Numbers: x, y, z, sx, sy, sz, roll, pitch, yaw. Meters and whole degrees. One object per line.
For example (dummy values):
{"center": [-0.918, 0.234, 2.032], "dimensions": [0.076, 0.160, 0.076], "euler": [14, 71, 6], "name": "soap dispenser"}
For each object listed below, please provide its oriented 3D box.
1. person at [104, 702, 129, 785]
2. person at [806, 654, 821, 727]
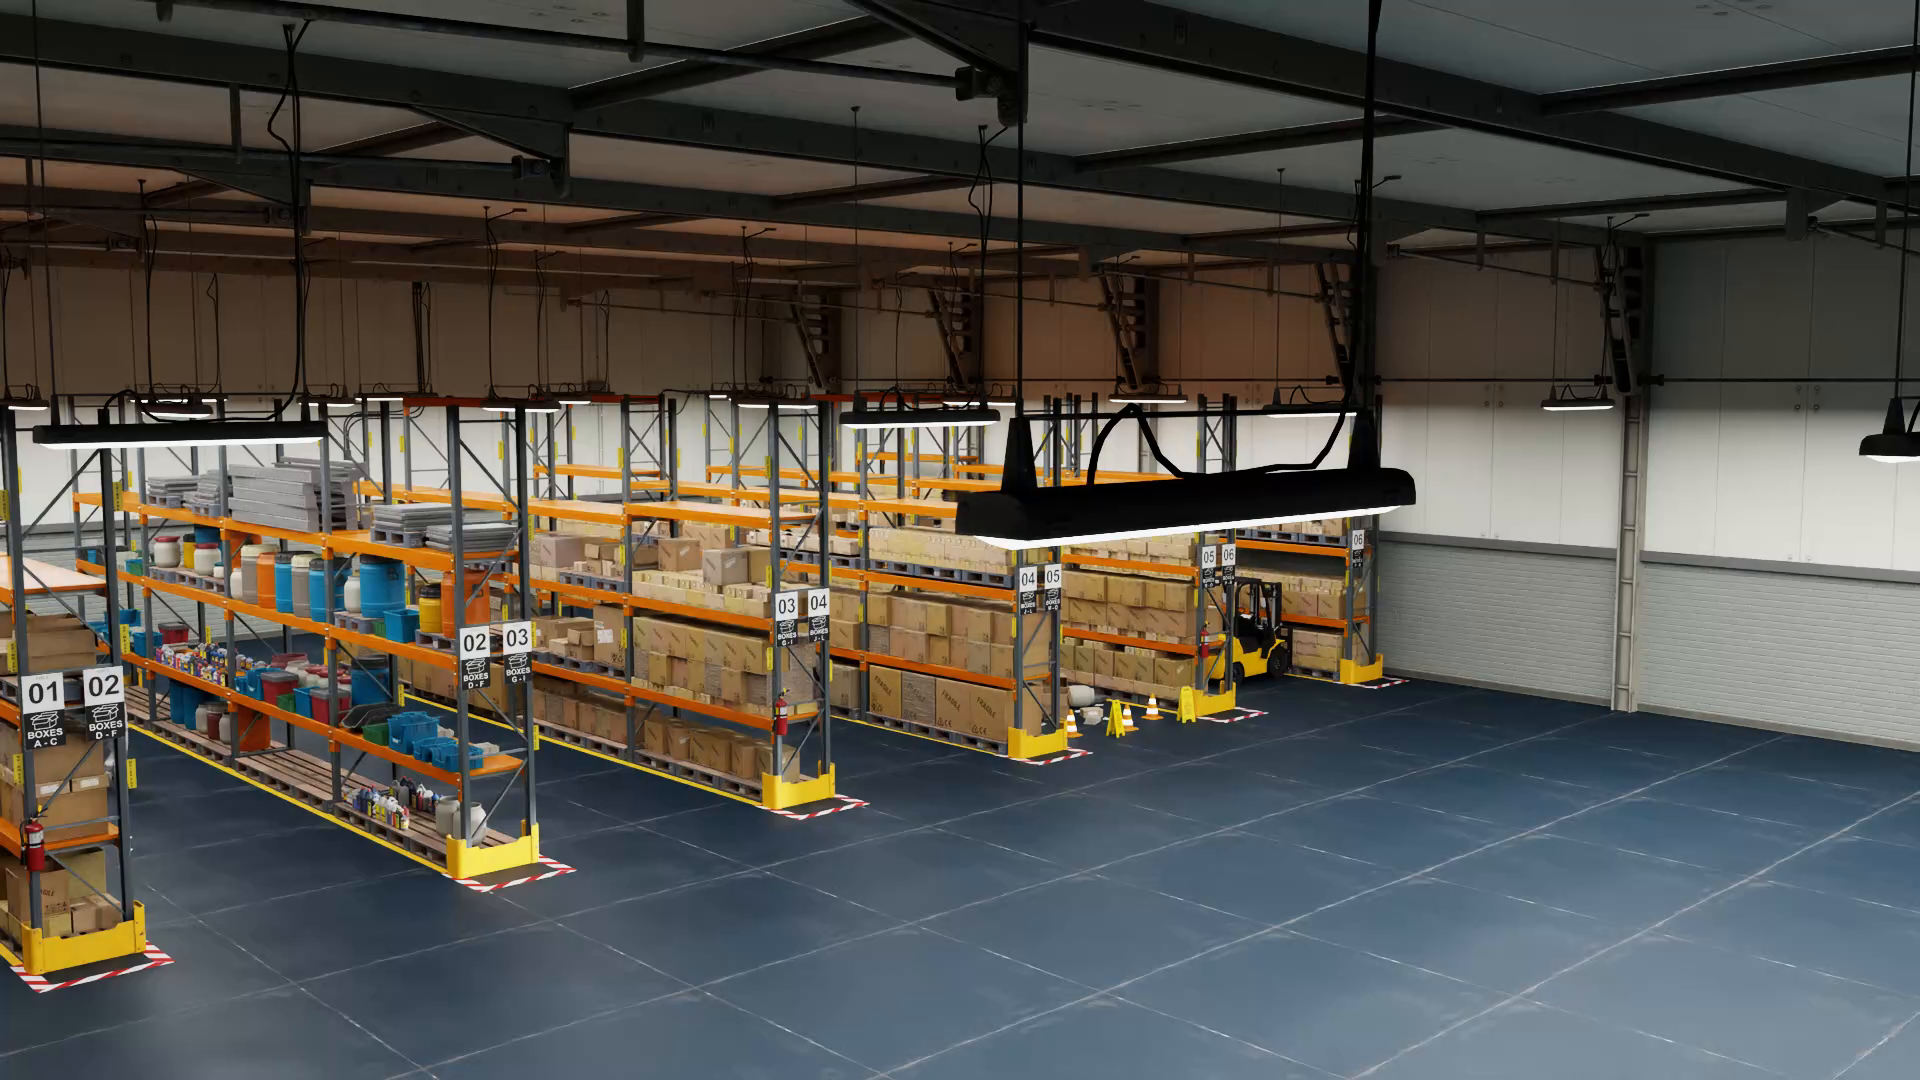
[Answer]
{"center": [-13.043, 2.949, 25.698], "dimensions": [0.569, 1.794, 0.426], "euler": [3, 6, 28], "name": "person"}
{"center": [-2.726, 2.587, 30.201], "dimensions": [0.574, 1.692, 0.858], "euler": [2, 6, 17], "name": "person"}
